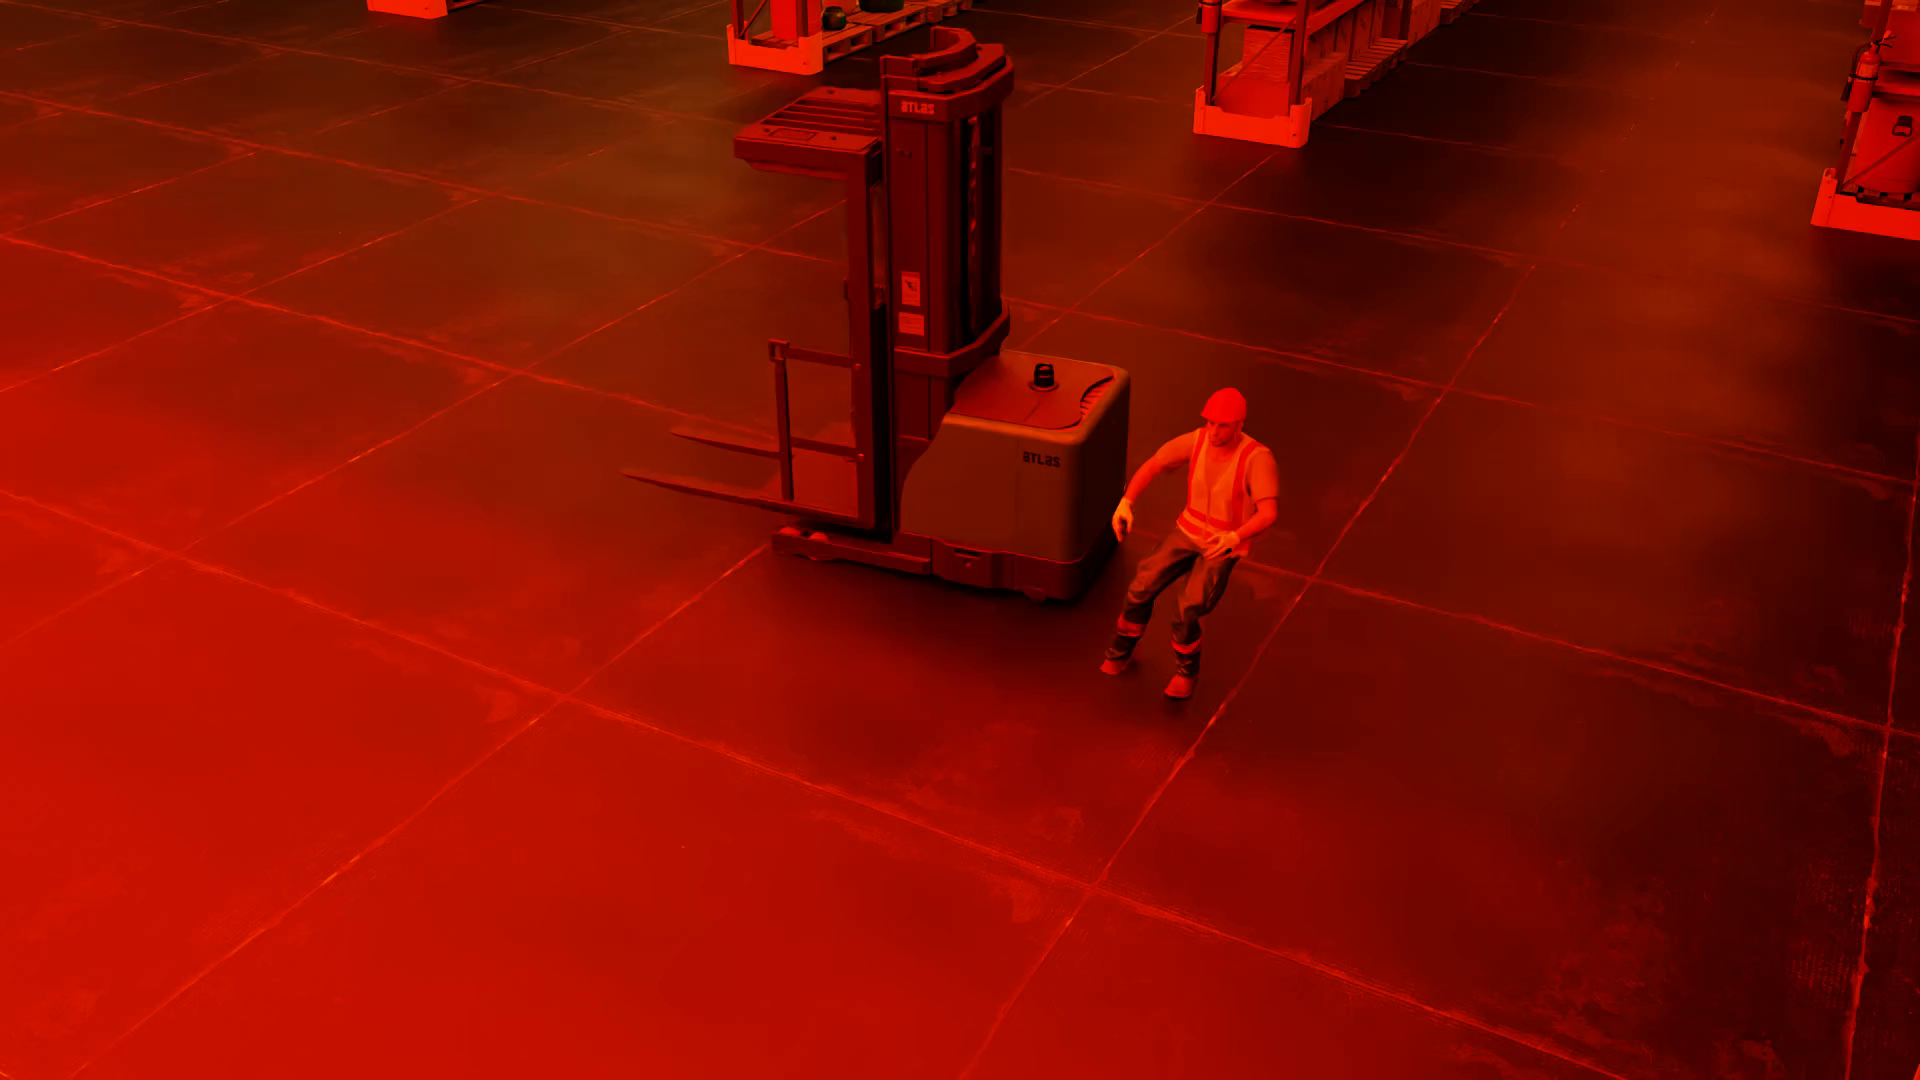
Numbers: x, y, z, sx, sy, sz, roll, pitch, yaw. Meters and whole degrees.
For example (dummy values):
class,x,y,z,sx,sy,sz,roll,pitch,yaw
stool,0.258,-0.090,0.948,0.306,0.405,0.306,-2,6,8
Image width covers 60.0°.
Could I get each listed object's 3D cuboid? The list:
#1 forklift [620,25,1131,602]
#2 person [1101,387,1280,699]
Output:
class,x,y,z,sx,sy,sz,roll,pitch,yaw
forklift,-0.575,-1.376,9.454,3.031,2.935,1.130,11,32,18
person,1.176,0.033,8.440,0.825,1.655,0.701,19,35,29
